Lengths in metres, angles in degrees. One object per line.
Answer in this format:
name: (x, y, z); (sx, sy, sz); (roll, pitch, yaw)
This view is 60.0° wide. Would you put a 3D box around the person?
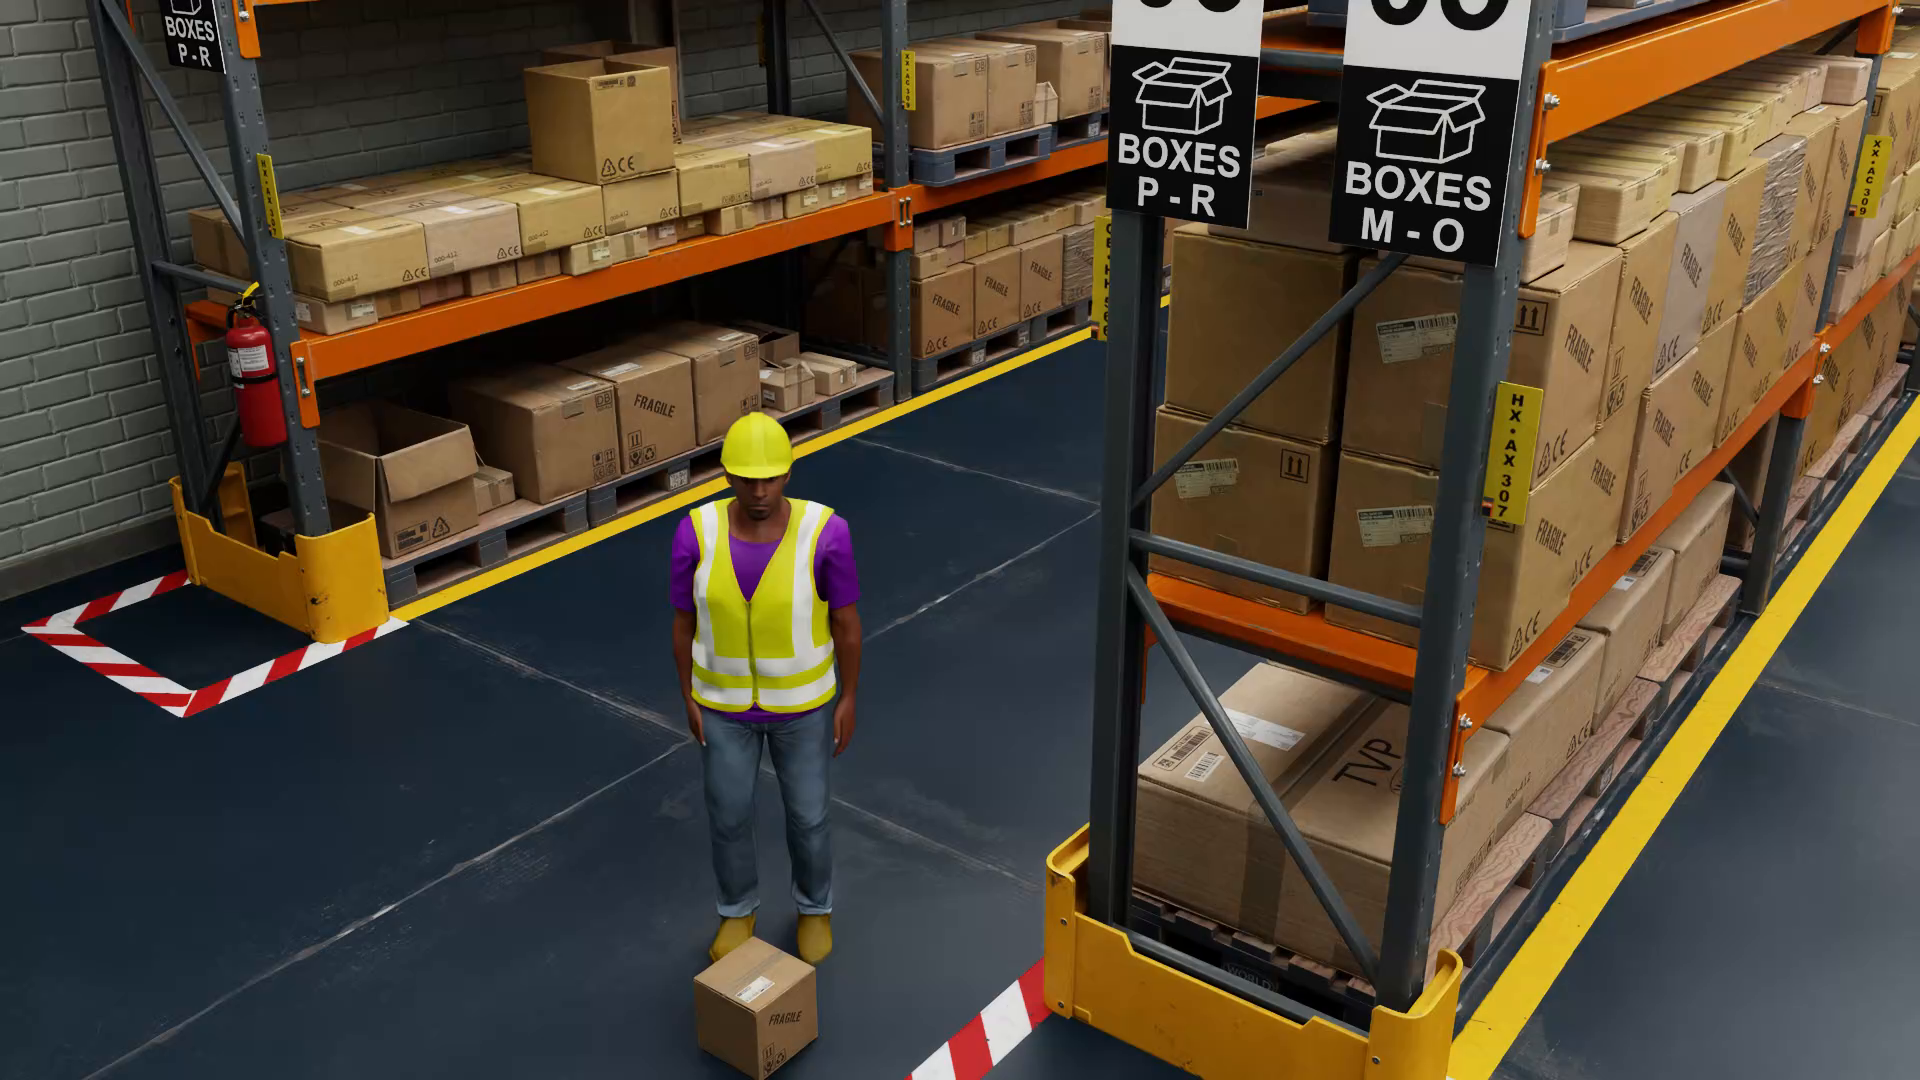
person: (-0.575, 0.481, 4.989); (0.567, 1.780, 0.376); (1, 23, 1)
